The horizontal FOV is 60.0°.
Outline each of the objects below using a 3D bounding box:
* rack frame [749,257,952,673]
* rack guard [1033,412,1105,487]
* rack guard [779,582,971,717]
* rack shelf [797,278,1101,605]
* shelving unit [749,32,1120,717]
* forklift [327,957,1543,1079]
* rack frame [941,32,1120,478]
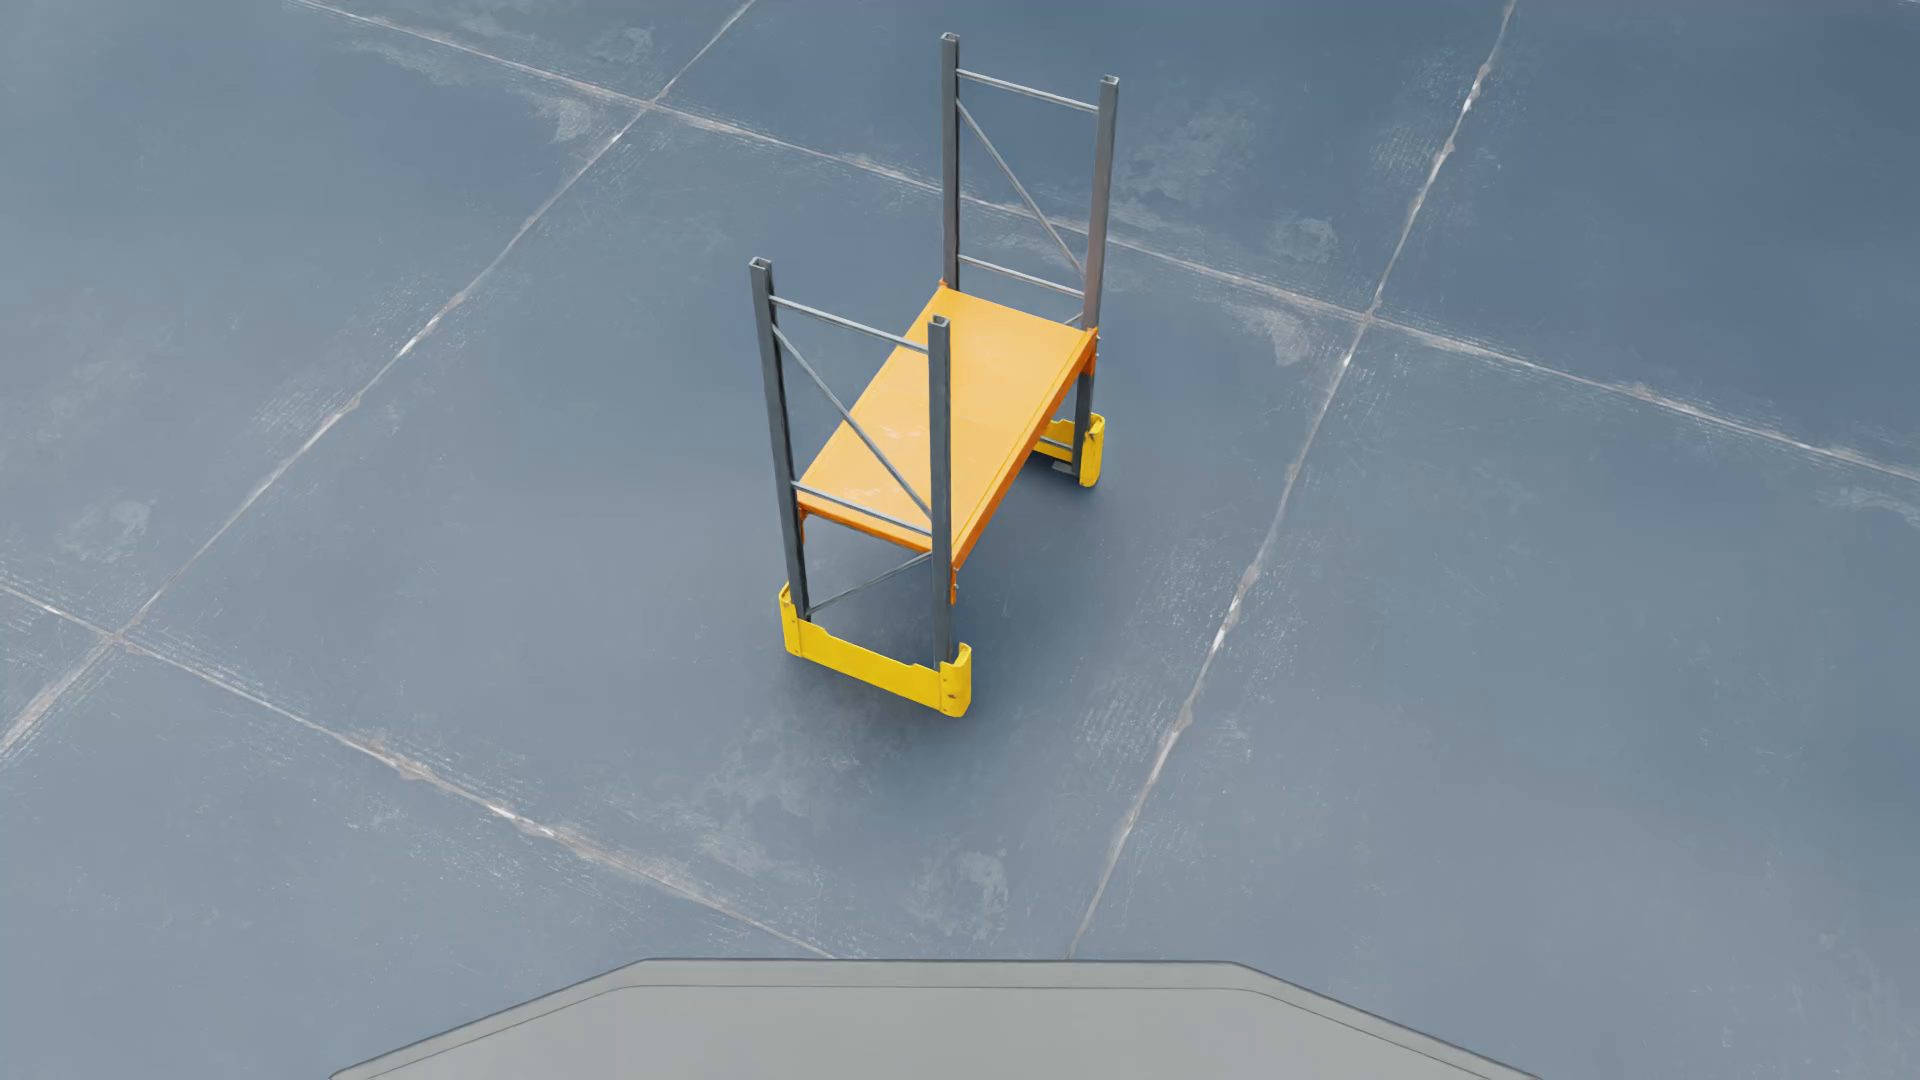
[{"bbox_3d":[-0.254,-0.077,4.331,0.500,1.500,0.032,20,52,16],"label":"rack frame"},{"bbox_3d":[0.180,-0.371,5.402,0.587,0.250,0.087,20,52,16],"label":"rack guard"},{"bbox_3d":[-0.245,0.314,4.818,0.587,0.250,0.087,20,52,16],"label":"rack guard"},{"bbox_3d":[-0.036,-0.311,4.766,0.538,0.185,1.000,20,52,16],"label":"rack shelf"},{"bbox_3d":[-0.033,-0.434,4.634,0.587,1.500,1.083,20,52,16],"label":"shelving unit"},{"bbox_3d":[-0.021,1.815,1.781,1.130,2.935,3.031,0,50,0],"label":"forklift"},{"bbox_3d":[0.181,-0.777,4.927,0.500,1.500,0.032,20,52,16],"label":"rack frame"}]
